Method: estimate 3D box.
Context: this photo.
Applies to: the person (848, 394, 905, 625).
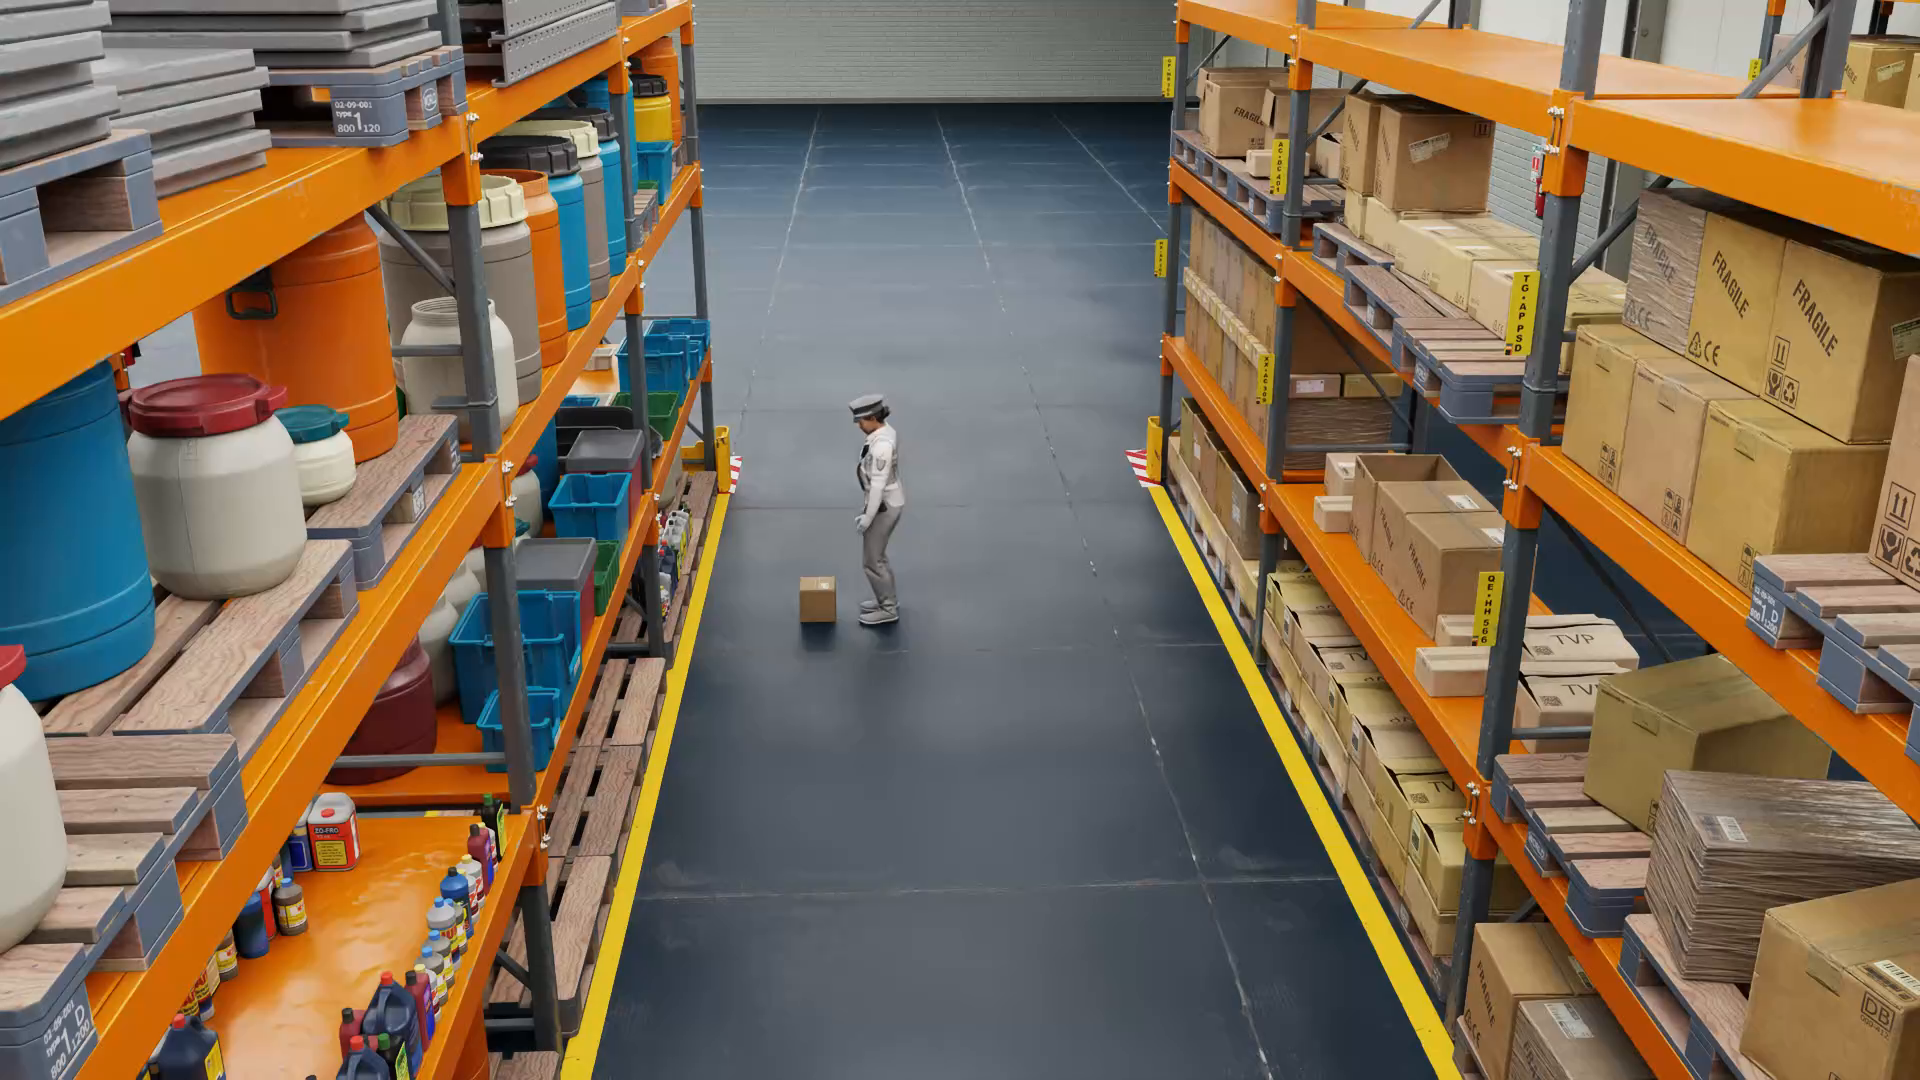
[{"bbox_3d":[-0.577,-0.215,11.688,0.381,1.652,0.485,-1,21,-2],"label":"person"}]
